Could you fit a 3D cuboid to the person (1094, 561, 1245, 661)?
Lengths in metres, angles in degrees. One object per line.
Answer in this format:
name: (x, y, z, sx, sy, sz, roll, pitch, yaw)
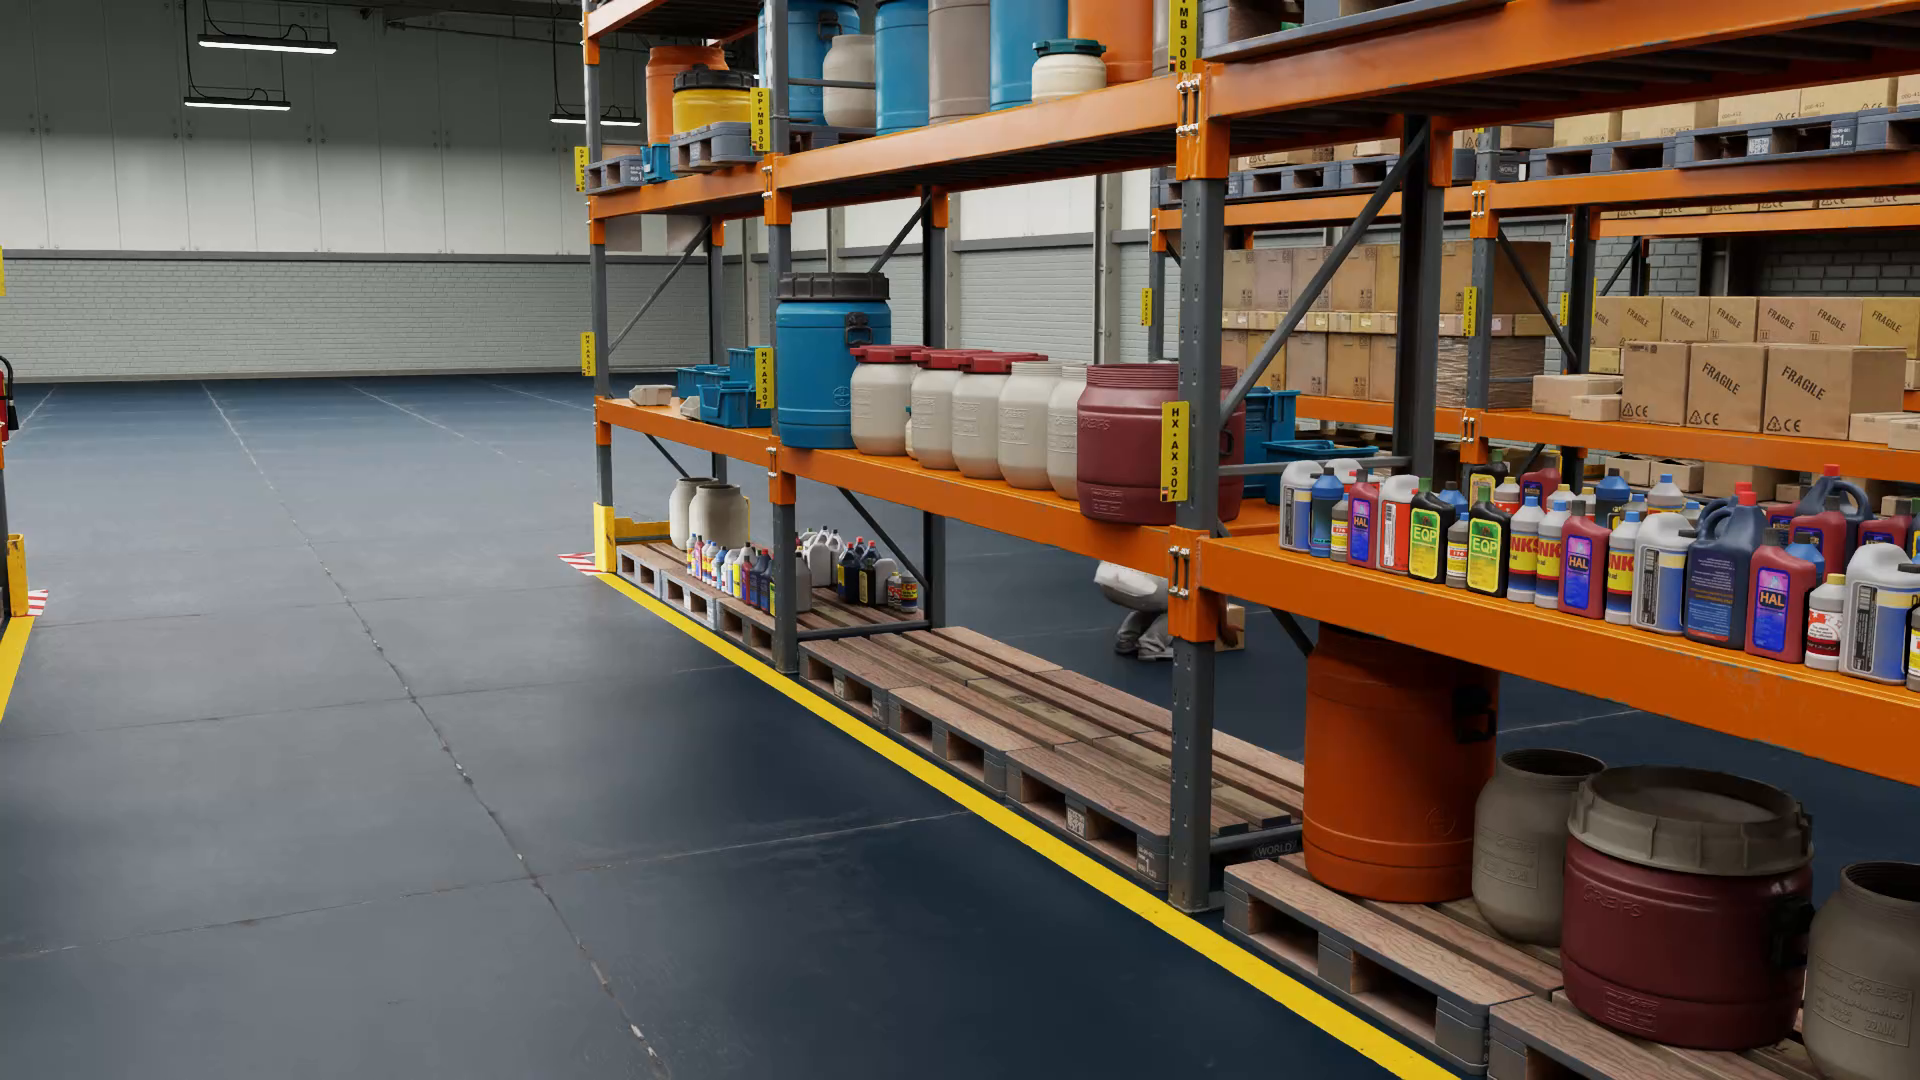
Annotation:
person: (1.211, 0.220, 9.771, 0.896, 0.894, 0.566, -4, 9, -26)
